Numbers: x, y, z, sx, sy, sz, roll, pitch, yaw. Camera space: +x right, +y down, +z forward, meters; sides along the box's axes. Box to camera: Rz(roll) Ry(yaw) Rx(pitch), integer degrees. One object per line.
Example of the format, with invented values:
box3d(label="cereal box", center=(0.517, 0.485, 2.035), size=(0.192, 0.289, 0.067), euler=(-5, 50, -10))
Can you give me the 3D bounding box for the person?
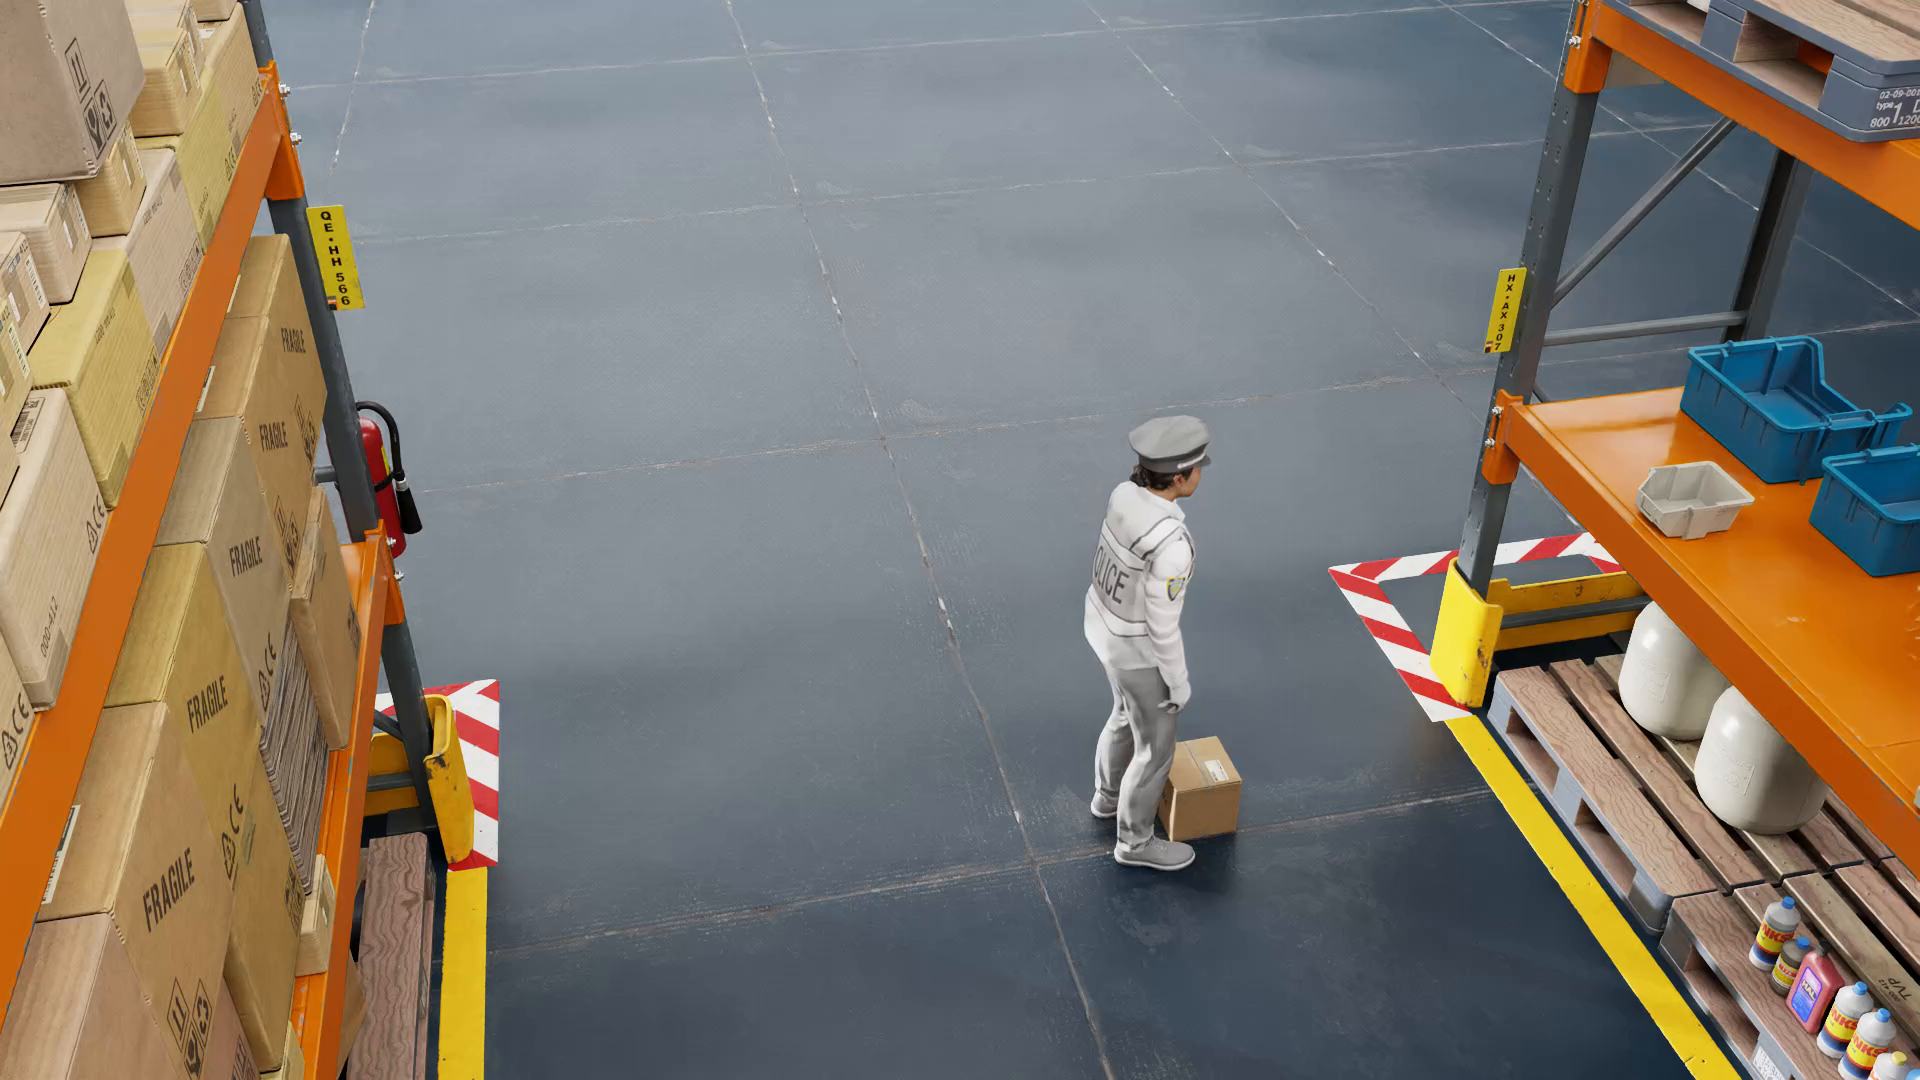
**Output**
box3d(label="person", center=(0.621, 0.354, 5.623), size=(0.371, 1.666, 0.547), euler=(-9, 36, -13))
